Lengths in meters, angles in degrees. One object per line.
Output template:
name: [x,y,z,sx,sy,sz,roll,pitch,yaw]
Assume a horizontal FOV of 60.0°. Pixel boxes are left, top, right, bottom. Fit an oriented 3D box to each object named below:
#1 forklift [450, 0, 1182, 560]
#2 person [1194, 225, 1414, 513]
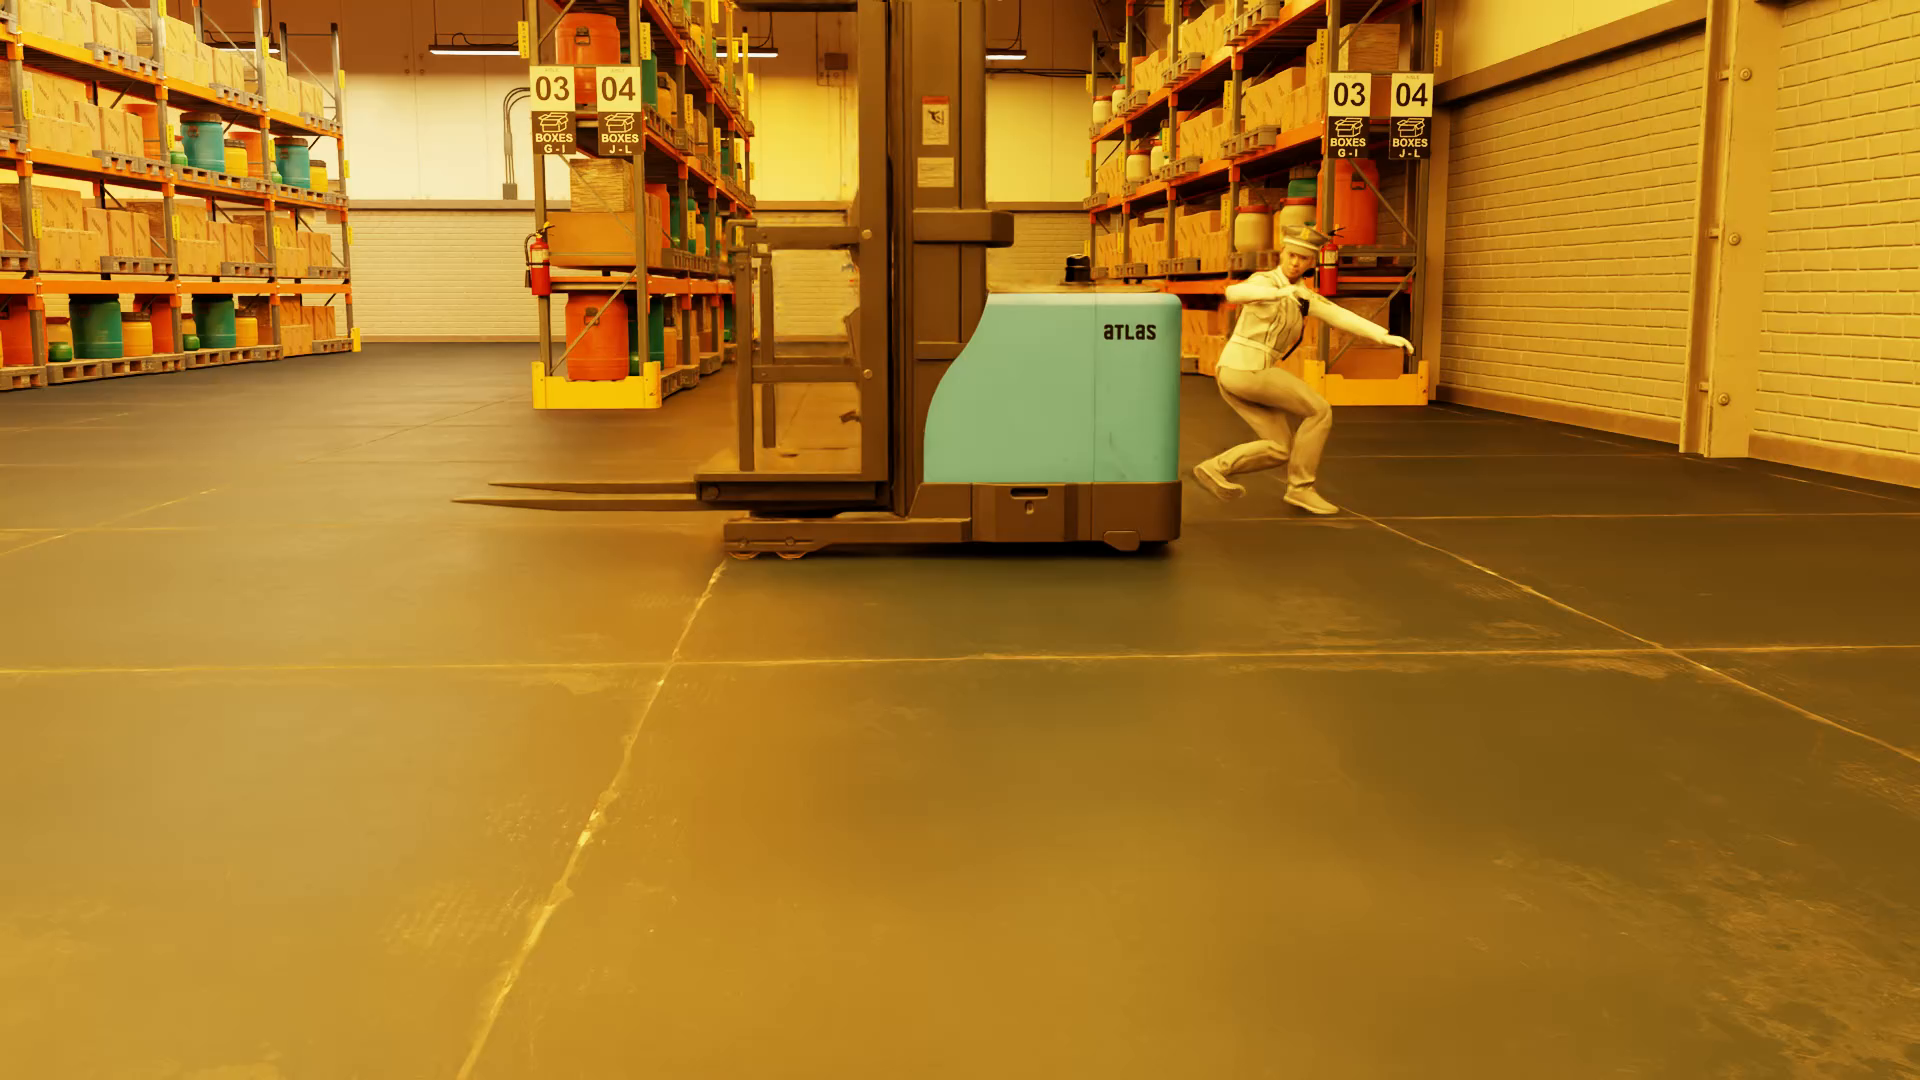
forklift: [-0.611,-1.447,7.075,3.031,2.935,1.130,0,8,-1]
person: [1.678,-0.816,8.099,1.047,1.424,0.760,2,9,11]
